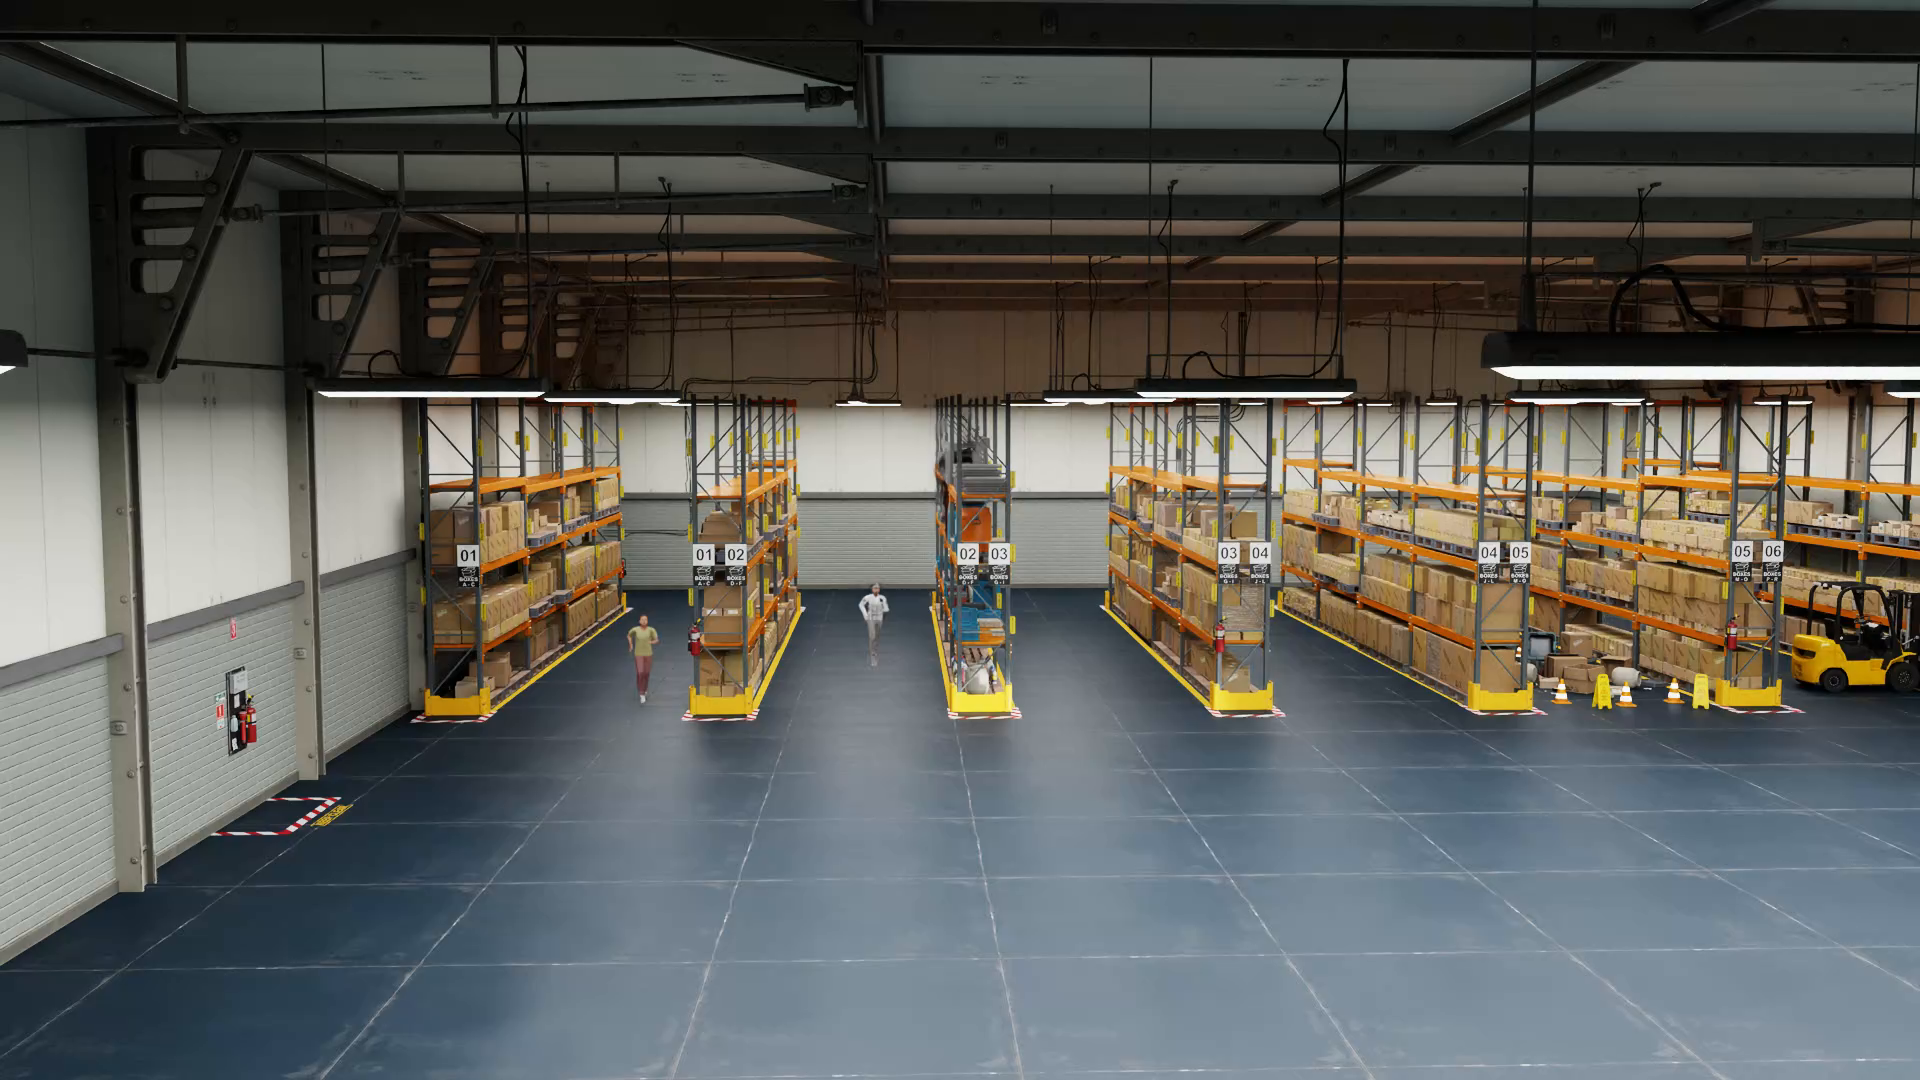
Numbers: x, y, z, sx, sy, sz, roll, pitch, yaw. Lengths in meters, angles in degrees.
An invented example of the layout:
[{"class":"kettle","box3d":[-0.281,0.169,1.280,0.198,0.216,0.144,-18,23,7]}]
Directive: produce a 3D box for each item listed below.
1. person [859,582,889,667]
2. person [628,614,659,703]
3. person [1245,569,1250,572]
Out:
[{"class":"person","box3d":[-1.821,1.789,35.743,0.595,1.790,0.735,-2,5,-20]},{"class":"person","box3d":[-6.213,2.295,32.715,0.565,1.705,0.806,-2,5,-20]},{"class":"person","box3d":[8.031,1.327,46.251,0.649,1.592,0.763,0,5,3]}]
